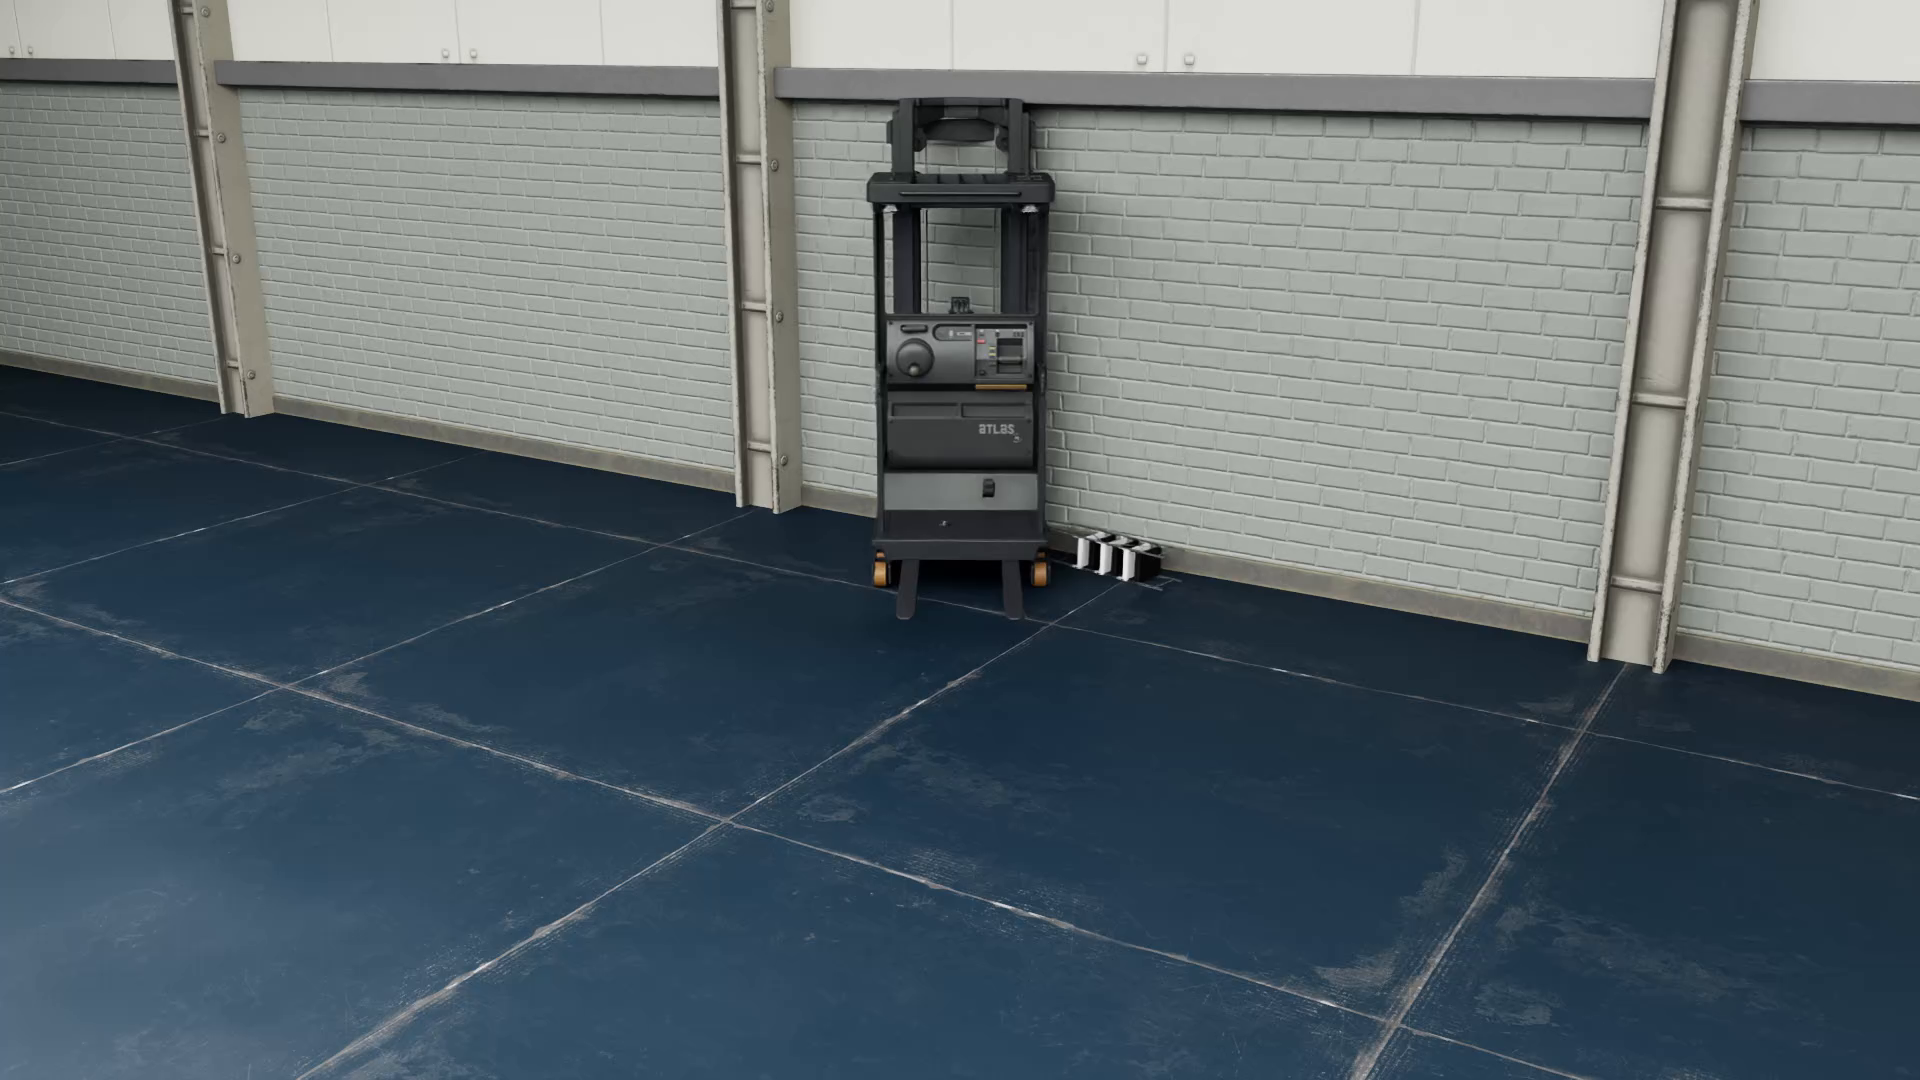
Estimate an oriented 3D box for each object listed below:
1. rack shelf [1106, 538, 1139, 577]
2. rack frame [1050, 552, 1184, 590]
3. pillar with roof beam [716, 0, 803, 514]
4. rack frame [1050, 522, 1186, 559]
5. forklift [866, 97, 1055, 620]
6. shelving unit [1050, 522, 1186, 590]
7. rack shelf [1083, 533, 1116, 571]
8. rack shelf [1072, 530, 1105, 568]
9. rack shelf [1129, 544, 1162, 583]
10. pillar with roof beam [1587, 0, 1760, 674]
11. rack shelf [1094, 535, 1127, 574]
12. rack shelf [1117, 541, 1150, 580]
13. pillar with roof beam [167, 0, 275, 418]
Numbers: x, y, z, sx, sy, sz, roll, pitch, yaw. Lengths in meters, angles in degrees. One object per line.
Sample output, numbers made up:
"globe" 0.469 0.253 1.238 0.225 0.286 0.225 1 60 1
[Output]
"rack shelf" 1.042 0.109 10.640 0.077 0.200 0.258 15 21 39
"rack frame" 0.997 0.195 10.704 0.900 0.006 0.240 15 21 39
"pillar with roof beam" -3.650 -3.496 7.408 0.400 9.000 9.100 10 20 30
"rack frame" 1.001 0.000 10.647 0.900 0.006 0.240 15 21 39
"forklift" 0.004 -1.194 10.268 1.130 2.935 3.031 0 17 0
"shelving unit" 0.999 0.098 10.676 0.900 0.210 0.258 15 21 39
"rack shelf" 0.907 0.073 10.753 0.077 0.200 0.258 15 21 39
"rack shelf" 0.839 0.055 10.810 0.077 0.200 0.258 15 21 39
"rack shelf" 1.177 0.145 10.527 0.077 0.200 0.258 15 21 39
"pillar with roof beam" 1.463 -2.583 4.403 0.400 9.000 9.100 10 20 30
"rack shelf" 0.974 0.091 10.697 0.077 0.200 0.258 15 21 39
"rack shelf" 1.109 0.127 10.583 0.077 0.200 0.258 15 21 39
"pillar with roof beam" -8.763 -4.409 10.412 0.400 9.000 9.100 10 20 30
